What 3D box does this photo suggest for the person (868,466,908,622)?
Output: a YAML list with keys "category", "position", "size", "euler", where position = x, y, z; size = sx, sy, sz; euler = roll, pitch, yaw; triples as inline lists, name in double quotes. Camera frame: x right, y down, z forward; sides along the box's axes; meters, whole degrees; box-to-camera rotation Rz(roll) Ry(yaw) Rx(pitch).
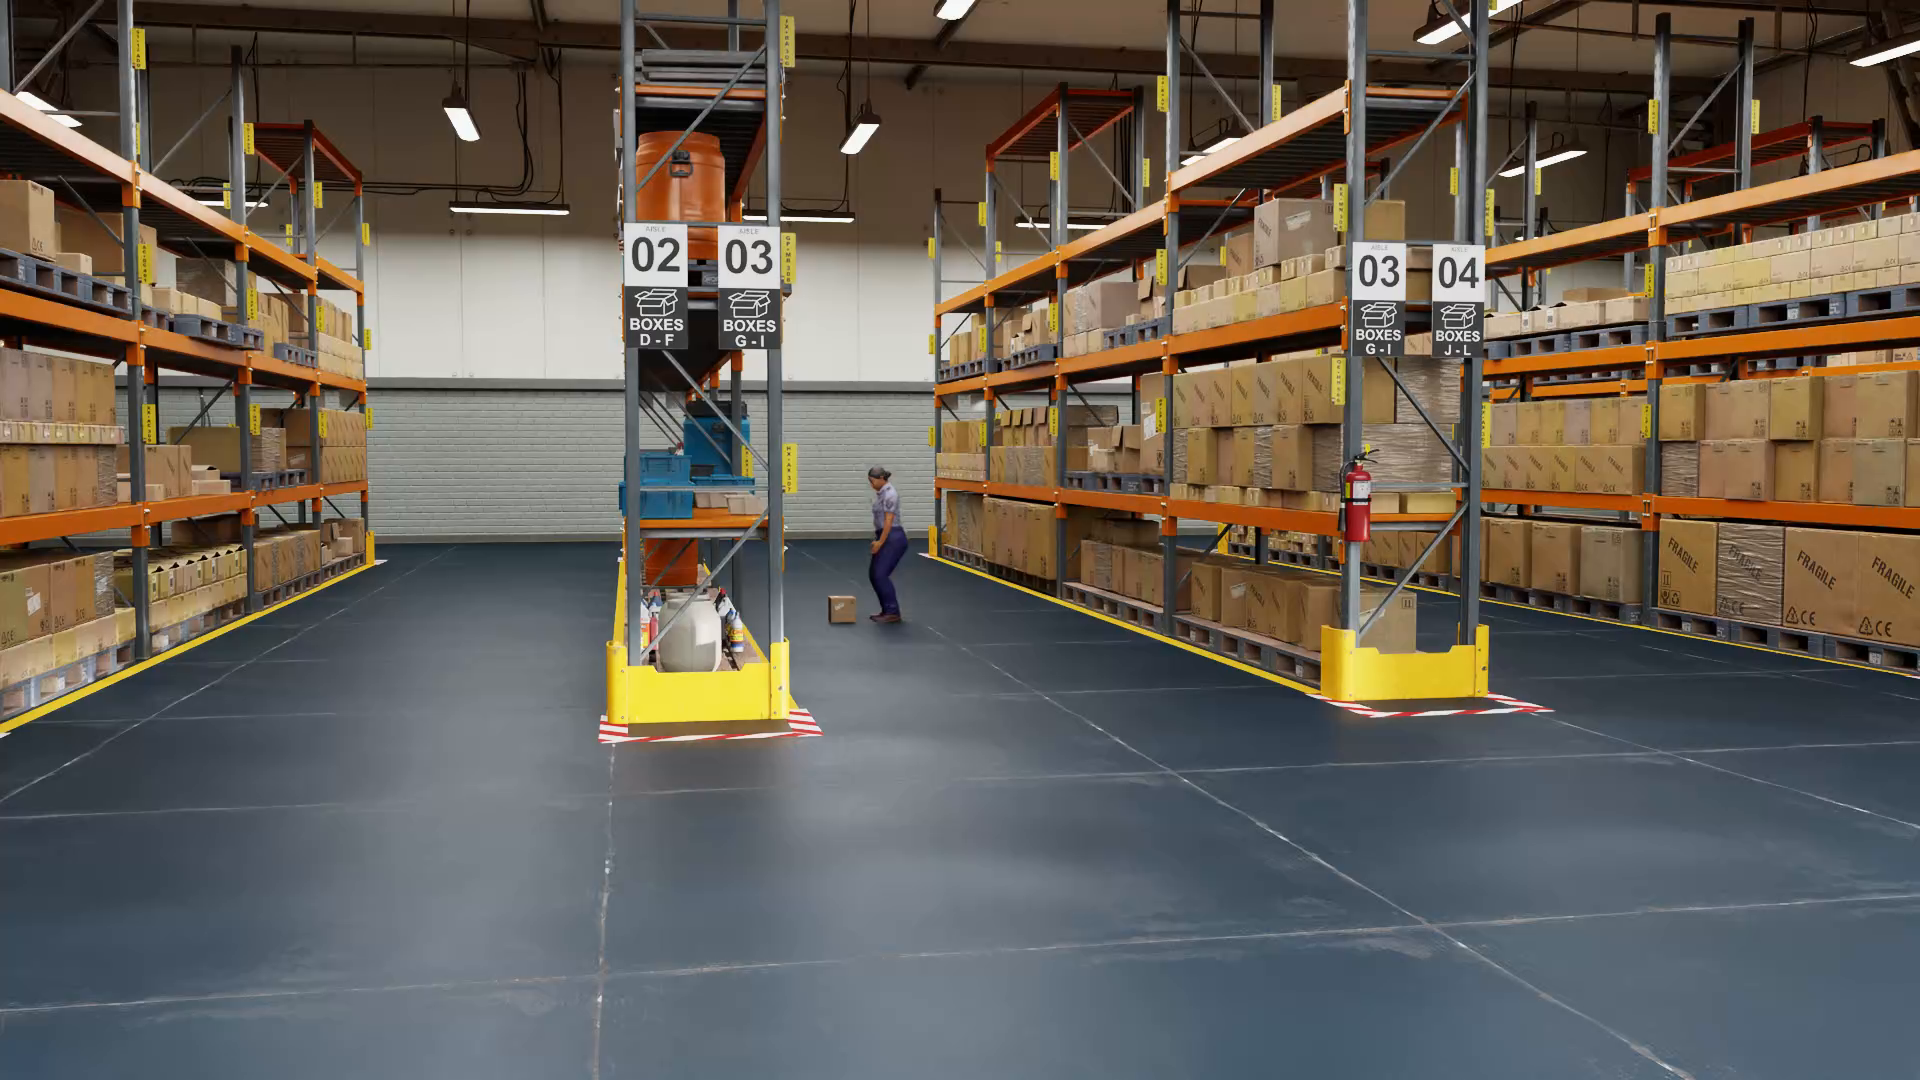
- category: "person"
  position: [-0.744, 0.056, 17.107]
  size: [0.411, 1.569, 0.500]
  euler: [-1, 3, -10]
